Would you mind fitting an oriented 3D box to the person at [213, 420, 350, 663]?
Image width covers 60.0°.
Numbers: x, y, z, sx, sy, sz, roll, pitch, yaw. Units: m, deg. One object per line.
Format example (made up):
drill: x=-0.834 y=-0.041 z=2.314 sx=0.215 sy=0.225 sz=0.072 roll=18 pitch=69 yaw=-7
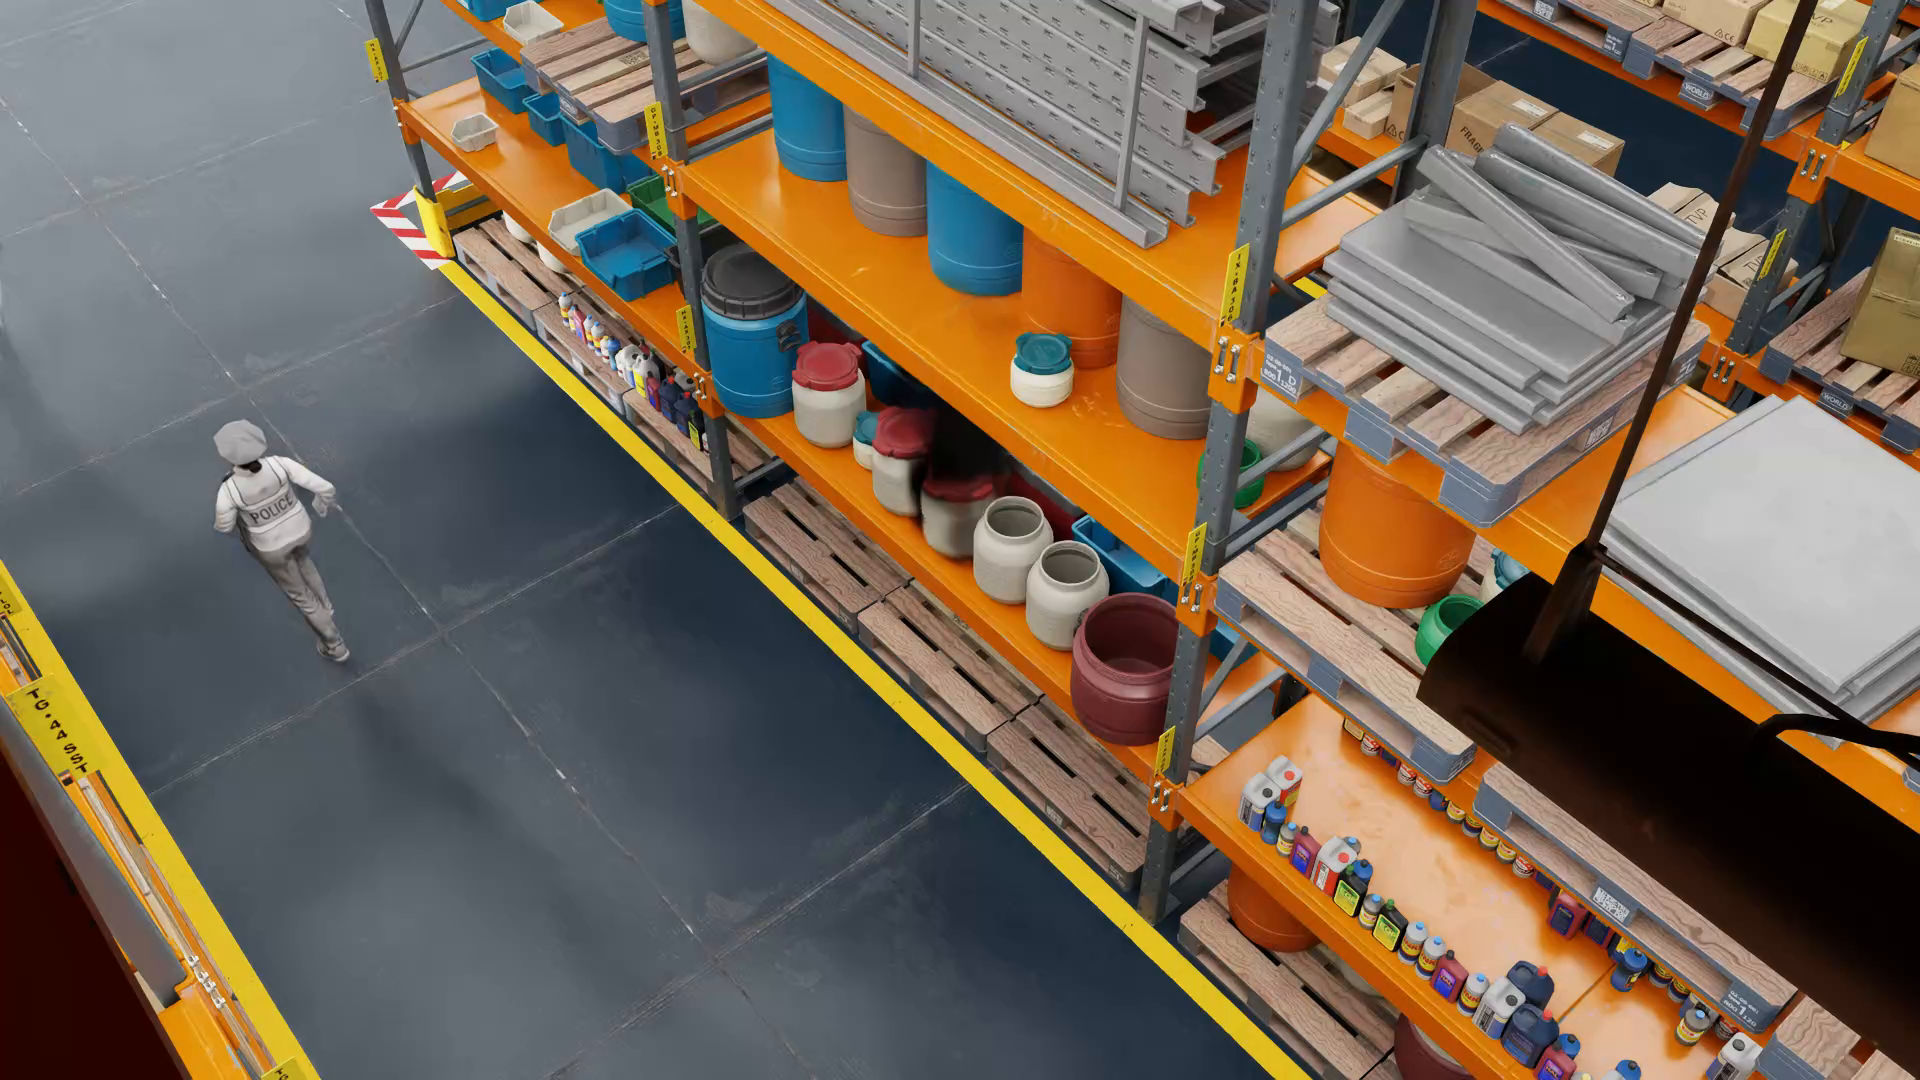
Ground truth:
person: x=-3.839 y=0.012 z=9.432 sx=0.705 sy=1.799 sz=0.576 roll=30 pitch=53 yaw=25
